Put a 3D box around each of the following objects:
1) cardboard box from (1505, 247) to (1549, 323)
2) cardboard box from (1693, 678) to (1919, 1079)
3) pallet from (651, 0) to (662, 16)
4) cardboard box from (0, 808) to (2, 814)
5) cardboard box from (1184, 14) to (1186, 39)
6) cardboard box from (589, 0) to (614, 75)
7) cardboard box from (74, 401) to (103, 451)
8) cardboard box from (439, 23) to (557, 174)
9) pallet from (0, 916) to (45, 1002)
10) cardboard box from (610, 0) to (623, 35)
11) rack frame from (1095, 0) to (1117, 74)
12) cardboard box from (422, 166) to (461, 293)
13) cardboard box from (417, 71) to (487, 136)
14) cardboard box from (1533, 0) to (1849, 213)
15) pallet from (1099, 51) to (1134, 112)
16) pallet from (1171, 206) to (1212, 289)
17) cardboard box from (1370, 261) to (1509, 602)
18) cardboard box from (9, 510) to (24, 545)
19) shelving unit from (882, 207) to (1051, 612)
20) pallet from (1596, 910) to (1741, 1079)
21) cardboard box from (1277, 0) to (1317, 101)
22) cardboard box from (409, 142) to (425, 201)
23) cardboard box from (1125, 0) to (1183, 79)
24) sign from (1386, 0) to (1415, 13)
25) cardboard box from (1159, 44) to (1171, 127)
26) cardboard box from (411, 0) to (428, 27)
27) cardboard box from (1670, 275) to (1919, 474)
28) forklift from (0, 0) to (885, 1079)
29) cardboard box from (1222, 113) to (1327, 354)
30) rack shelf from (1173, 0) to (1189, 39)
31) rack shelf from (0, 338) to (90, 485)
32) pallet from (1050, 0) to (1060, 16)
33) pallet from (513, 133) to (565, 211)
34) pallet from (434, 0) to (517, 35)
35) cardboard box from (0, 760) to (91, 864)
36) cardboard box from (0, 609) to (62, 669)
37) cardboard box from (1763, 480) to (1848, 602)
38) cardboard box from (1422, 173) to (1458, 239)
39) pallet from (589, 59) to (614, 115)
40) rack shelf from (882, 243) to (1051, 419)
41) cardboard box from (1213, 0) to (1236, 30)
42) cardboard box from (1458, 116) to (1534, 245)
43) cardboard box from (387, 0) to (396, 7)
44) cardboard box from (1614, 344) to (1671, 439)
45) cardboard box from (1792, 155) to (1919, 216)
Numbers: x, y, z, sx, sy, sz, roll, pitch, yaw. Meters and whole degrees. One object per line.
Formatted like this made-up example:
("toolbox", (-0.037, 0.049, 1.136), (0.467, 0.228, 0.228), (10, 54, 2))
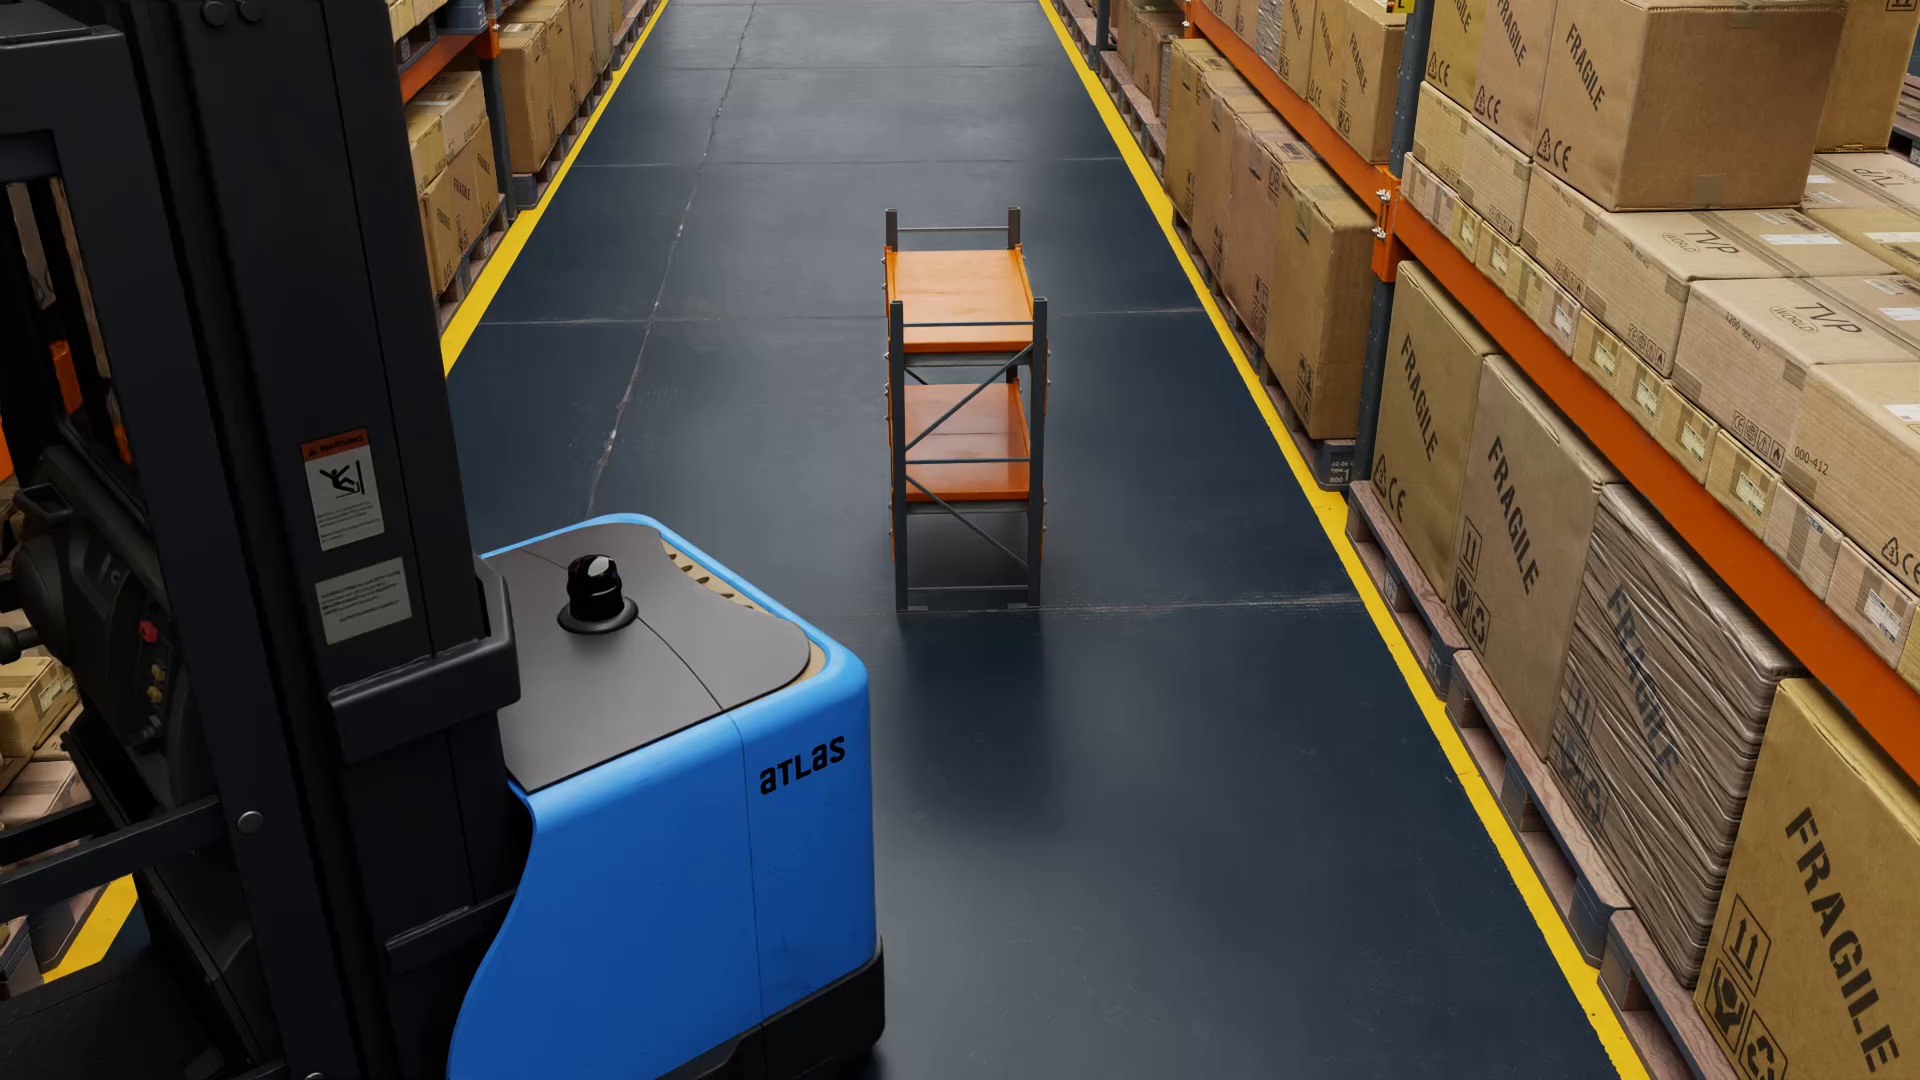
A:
("cardboard box", (1.762, -0.716, 4.651), (0.380, 0.149, 0.250), (-2, 28, -3))
("cardboard box", (2.117, 0.855, 3.211), (0.875, 0.875, 0.875), (-1, 28, -3))
("pallet", (-3.443, -5.320, 16.221), (1.003, 0.211, 1.213), (-1, 28, -3))
("cardboard box", (-2.572, 0.683, 4.003), (0.380, 0.149, 0.250), (-3, 28, -5))
("cardboard box", (1.710, -3.275, 10.701), (0.500, 0.250, 0.500), (2, 28, 3))
("cardboard box", (-3.232, -3.980, 12.617), (1.050, 0.750, 0.750), (-2, 28, -3))
("cardboard box", (-3.126, -0.404, 5.766), (0.380, 0.149, 0.250), (0, 28, -1))
("cardboard box", (-3.088, -2.701, 10.164), (1.050, 0.750, 0.750), (-2, 28, -3))
("pallet", (-2.739, 1.291, 3.547), (1.003, 0.211, 1.213), (-1, 28, -3))
("cardboard box", (-3.317, -4.612, 13.693), (0.875, 0.875, 0.875), (-1, 28, -2))
("rack frame", (1.604, -5.149, 12.879), (1.000, 3.000, 0.127), (-1, 28, -3))
("cardboard box", (-2.783, -1.526, 8.180), (0.500, 0.500, 0.500), (-3, 28, -5))
("cardboard box", (-2.848, -2.330, 8.911), (0.500, 0.250, 0.500), (-2, 28, -4))
("cardboard box", (1.841, -1.158, 4.255), (0.500, 0.500, 0.500), (-2, 28, -4))
("pallet", (1.646, -3.553, 12.835), (1.003, 0.211, 1.213), (-1, 28, -3))
("pallet", (1.779, -1.700, 9.281), (1.003, 0.211, 1.213), (-1, 28, -3))
("cardboard box", (1.976, -0.392, 5.602), (0.875, 0.875, 0.875), (-1, 28, -3))
("cardboard box", (-2.649, -0.056, 5.099), (0.380, 0.149, 0.250), (-1, 28, -1))
("shelving unit", (0.000, -0.496, 5.984), (0.538, 1.125, 1.048), (-1, 28, -3))
("pallet", (2.111, 1.261, 3.603), (1.003, 0.211, 1.213), (-1, 28, -3))
("cardboard box", (1.671, -2.178, 7.075), (0.500, 0.500, 0.500), (-2, 28, -3))
("cardboard box", (-2.764, -1.621, 7.553), (0.500, 0.250, 0.500), (0, 28, -1))
("cardboard box", (1.621, -3.731, 12.388), (0.700, 0.500, 0.500), (-2, 28, -3))
("sign", (1.480, -1.915, 5.513), (0.100, 0.325, 0.005), (-1, 28, -3))
("cardboard box", (1.716, -2.954, 10.897), (0.700, 0.500, 0.500), (-4, 28, -7))
("cardboard box", (-2.582, -2.369, 7.366), (0.380, 0.149, 0.250), (-3, 28, -5))
("cardboard box", (1.888, -0.360, 3.536), (0.500, 0.250, 0.500), (-2, 28, -4))
("forklift", (-1.632, 0.171, 2.753), (3.031, 2.935, 1.130), (-21, 34, -35))
("cardboard box", (1.921, -1.407, 7.547), (1.225, 0.875, 0.875), (-2, 28, -4))
("rack shelf", (1.708, -3.907, 11.275), (1.077, 0.370, 4.000), (-1, 28, -3))
("rack shelf", (-2.832, -0.139, 4.051), (1.077, 0.370, 4.000), (-1, 28, -3))
("pallet", (1.406, -5.349, 16.278), (1.003, 0.211, 1.213), (-1, 28, -3))
("pallet", (-3.112, -2.359, 10.544), (1.003, 0.211, 1.213), (-1, 28, -3))
("pallet", (-3.002, -2.817, 8.616), (1.213, 0.211, 1.003), (-1, 28, -3))
("cardboard box", (-2.489, 0.707, 4.280), (0.380, 0.149, 0.250), (-3, 28, -5))
("cardboard box", (-2.613, 0.308, 4.401), (0.380, 0.149, 0.250), (-1, 28, -3))
("cardboard box", (1.844, -0.005, 3.287), (0.380, 0.149, 0.250), (-1, 28, -2))
("cardboard box", (1.719, -1.078, 5.344), (0.380, 0.149, 0.250), (-2, 28, -4))
("pallet", (-3.239, -3.485, 12.704), (1.003, 0.211, 1.213), (-1, 28, -3))
("rack shelf", (0.000, -0.755, 5.849), (0.538, 0.278, 1.000), (-1, 28, -3))
("cardboard box", (1.596, -2.877, 8.415), (0.500, 0.500, 0.500), (-2, 28, -4))
("cardboard box", (1.806, -1.067, 4.893), (0.500, 0.250, 0.500), (-2, 28, -3))
("cardboard box", (-2.558, -2.265, 6.845), (0.380, 0.149, 0.250), (0, 28, -1))
("cardboard box", (1.804, -0.359, 3.966), (0.380, 0.149, 0.250), (-1, 28, -2))
("cardboard box", (2.363, -0.848, 4.473), (0.500, 0.250, 0.500), (-1, 28, -2))
